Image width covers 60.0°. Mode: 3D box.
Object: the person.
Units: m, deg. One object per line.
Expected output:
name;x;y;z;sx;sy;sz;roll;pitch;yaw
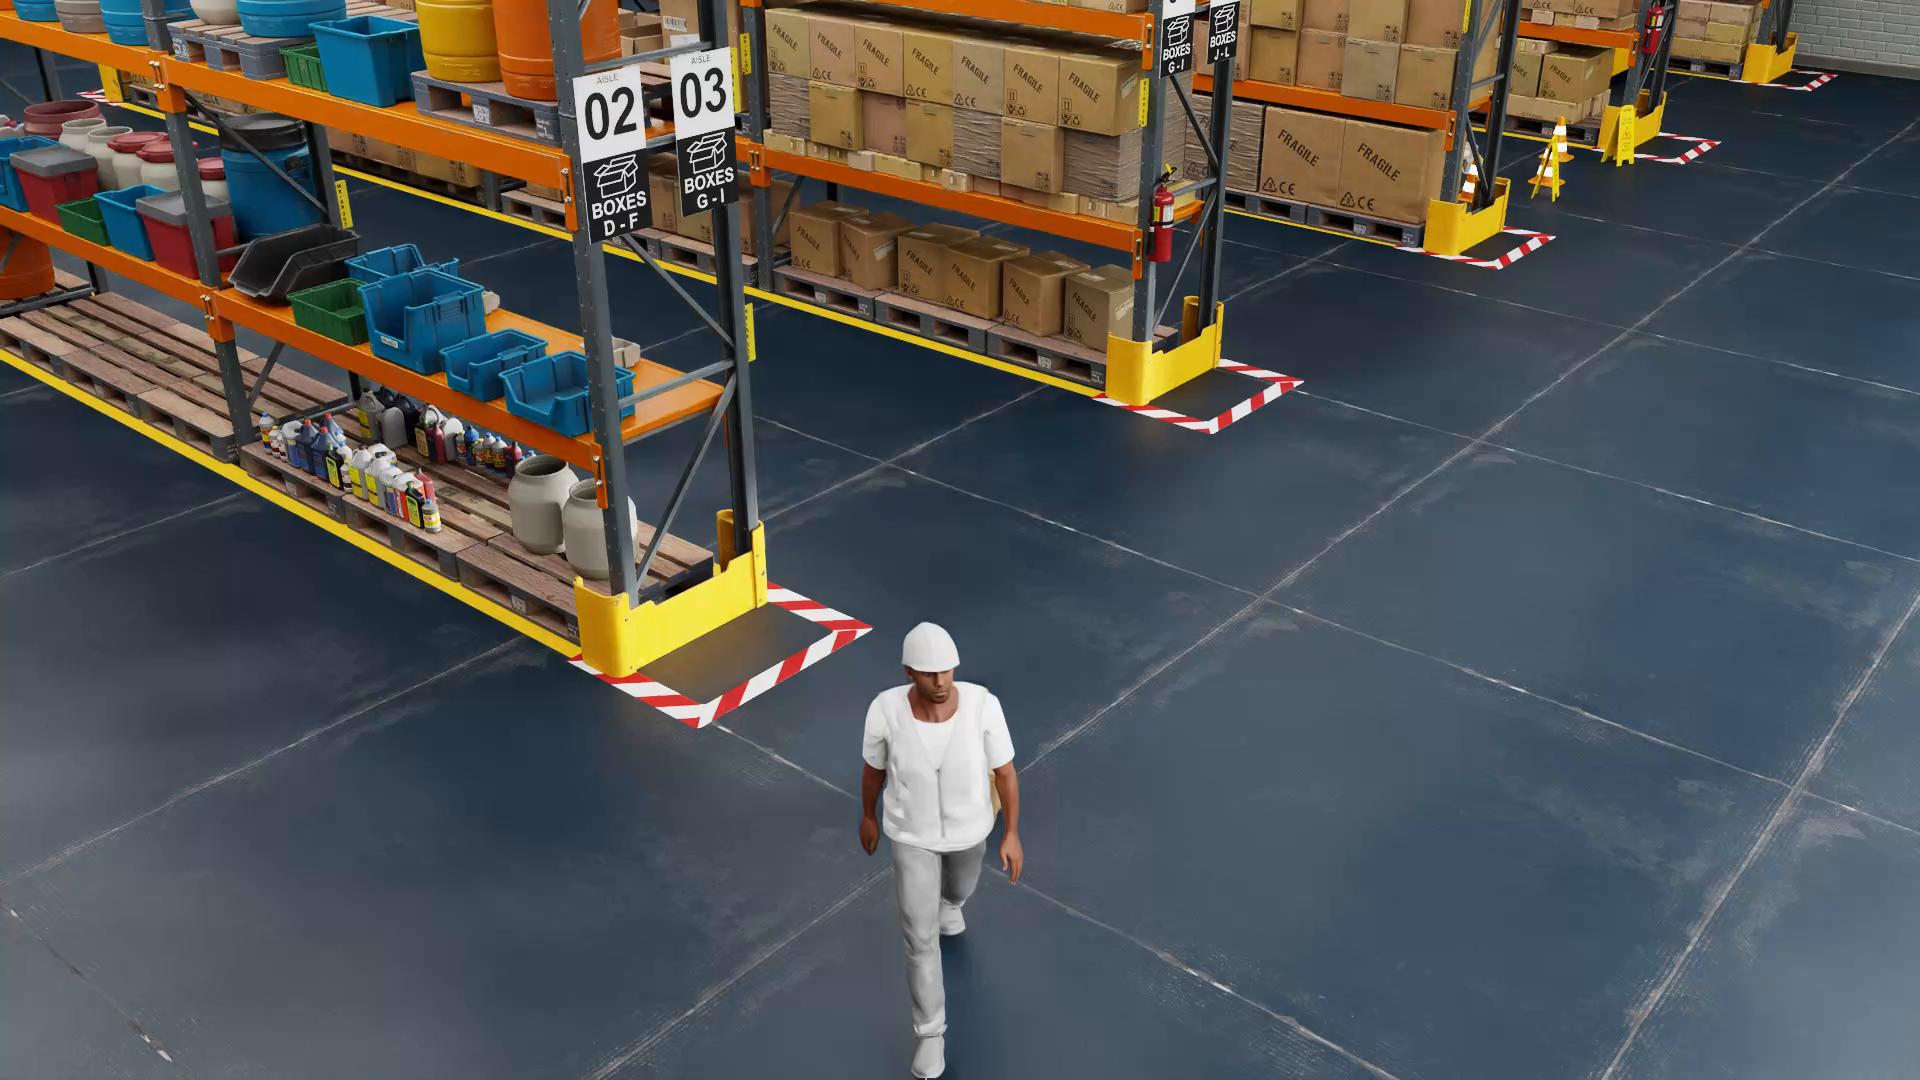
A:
person;-0.076;1.111;6.448;0.602;1.720;1.069;-5;28;-9
